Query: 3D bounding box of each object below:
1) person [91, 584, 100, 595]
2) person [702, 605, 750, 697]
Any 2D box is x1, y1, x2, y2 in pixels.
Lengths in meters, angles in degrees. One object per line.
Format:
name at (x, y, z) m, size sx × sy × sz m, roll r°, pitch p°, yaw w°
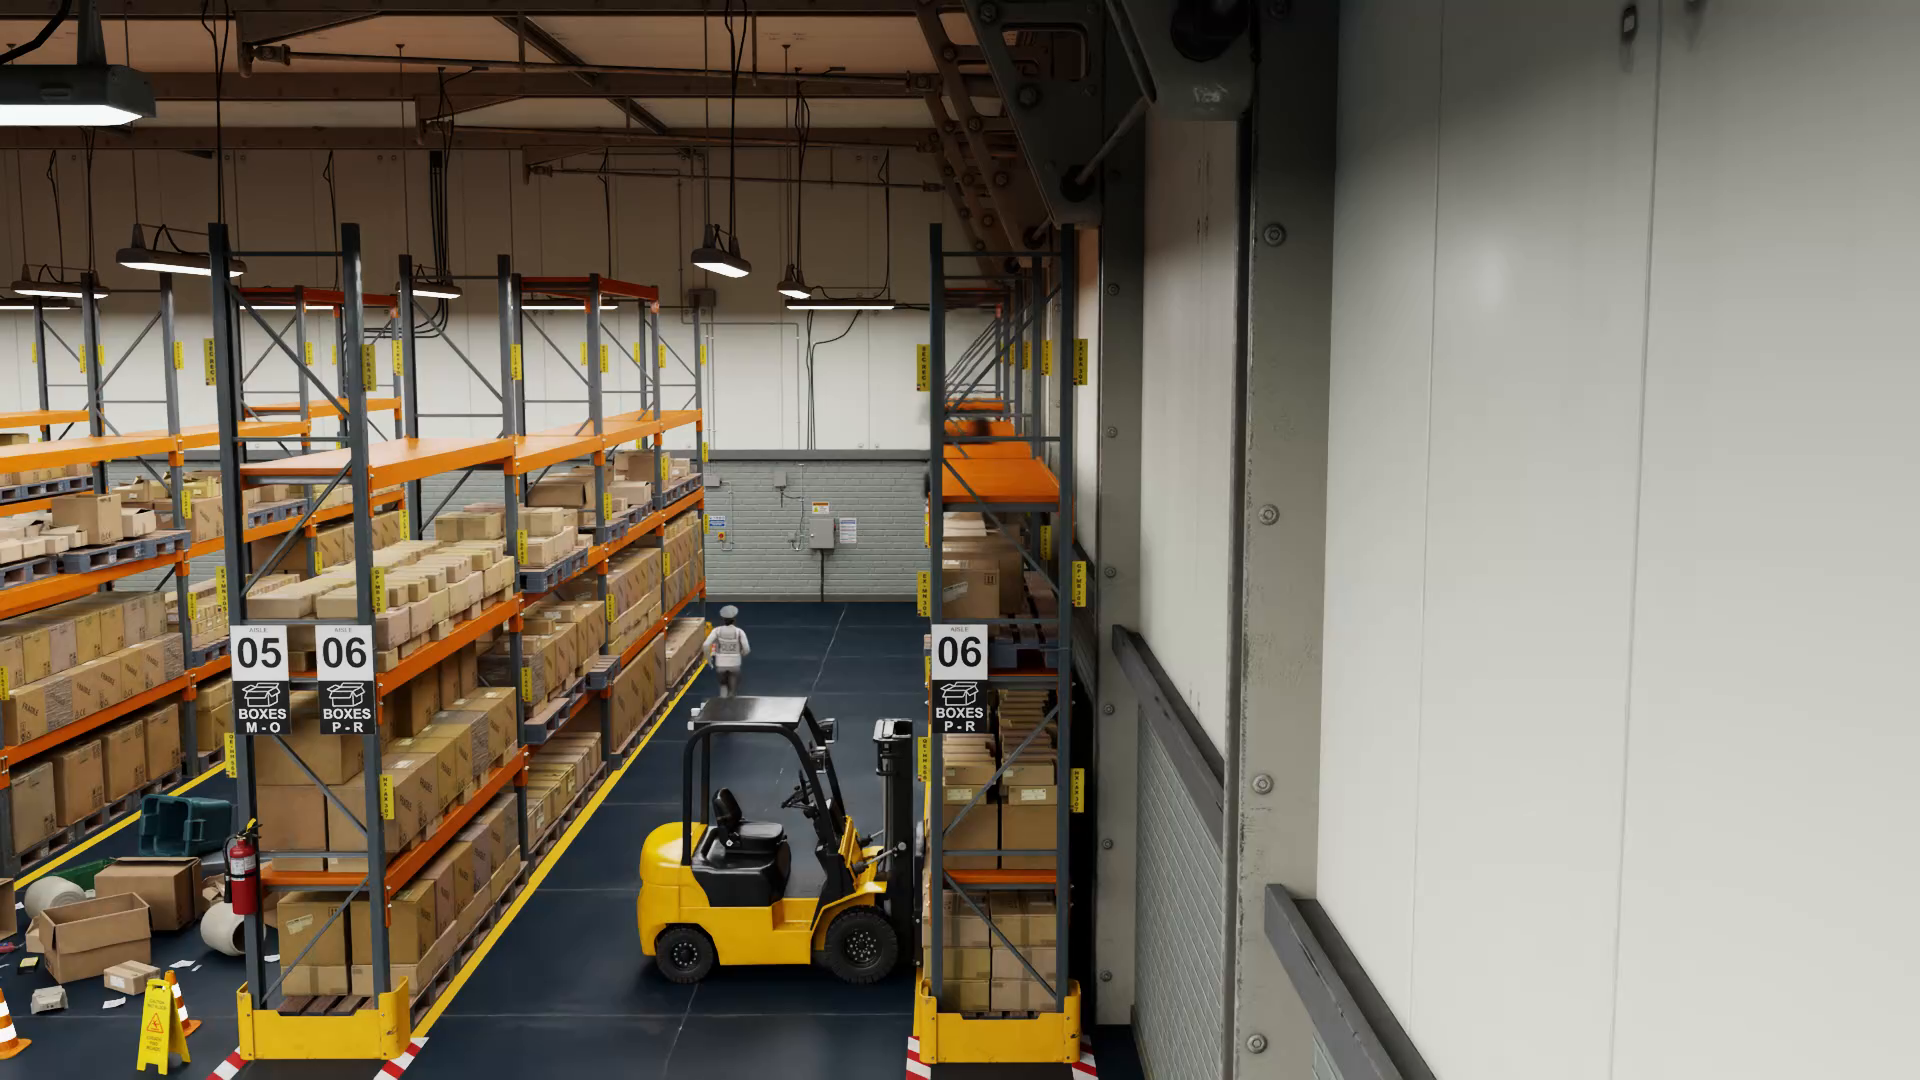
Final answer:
person at (-12.834, 1.387, 24.989) m, size 0.666 × 1.748 × 0.691 m, roll -2°, pitch 7°, yaw -13°
person at (-3.154, 1.706, 22.579) m, size 0.625 × 1.658 × 0.591 m, roll 0°, pitch 7°, yaw 0°
